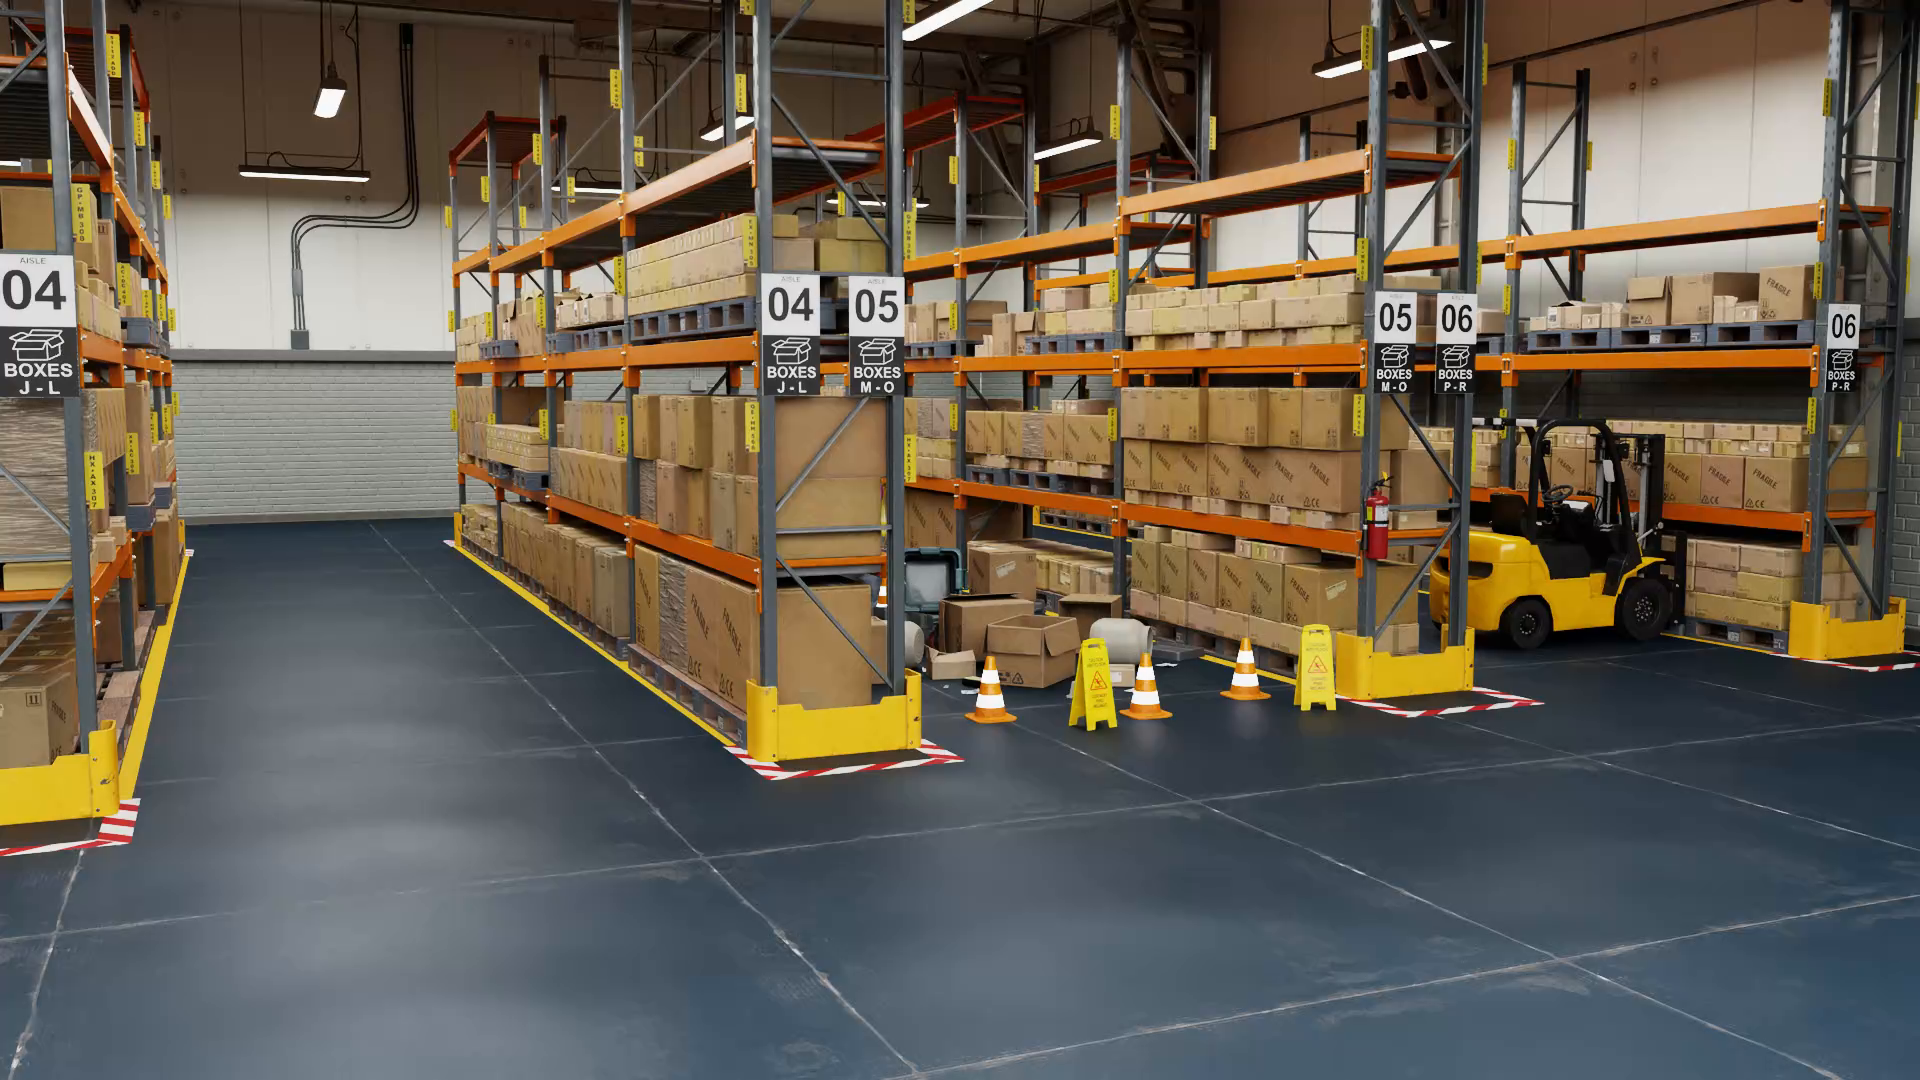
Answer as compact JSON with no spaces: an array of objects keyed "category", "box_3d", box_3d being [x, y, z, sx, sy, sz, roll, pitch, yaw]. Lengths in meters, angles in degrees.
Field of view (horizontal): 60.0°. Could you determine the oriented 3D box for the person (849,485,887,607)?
[{"category":"person","box_3d":[-1.029,-0.040,18.027,0.511,1.682,0.600,-2,6,-22]}]
